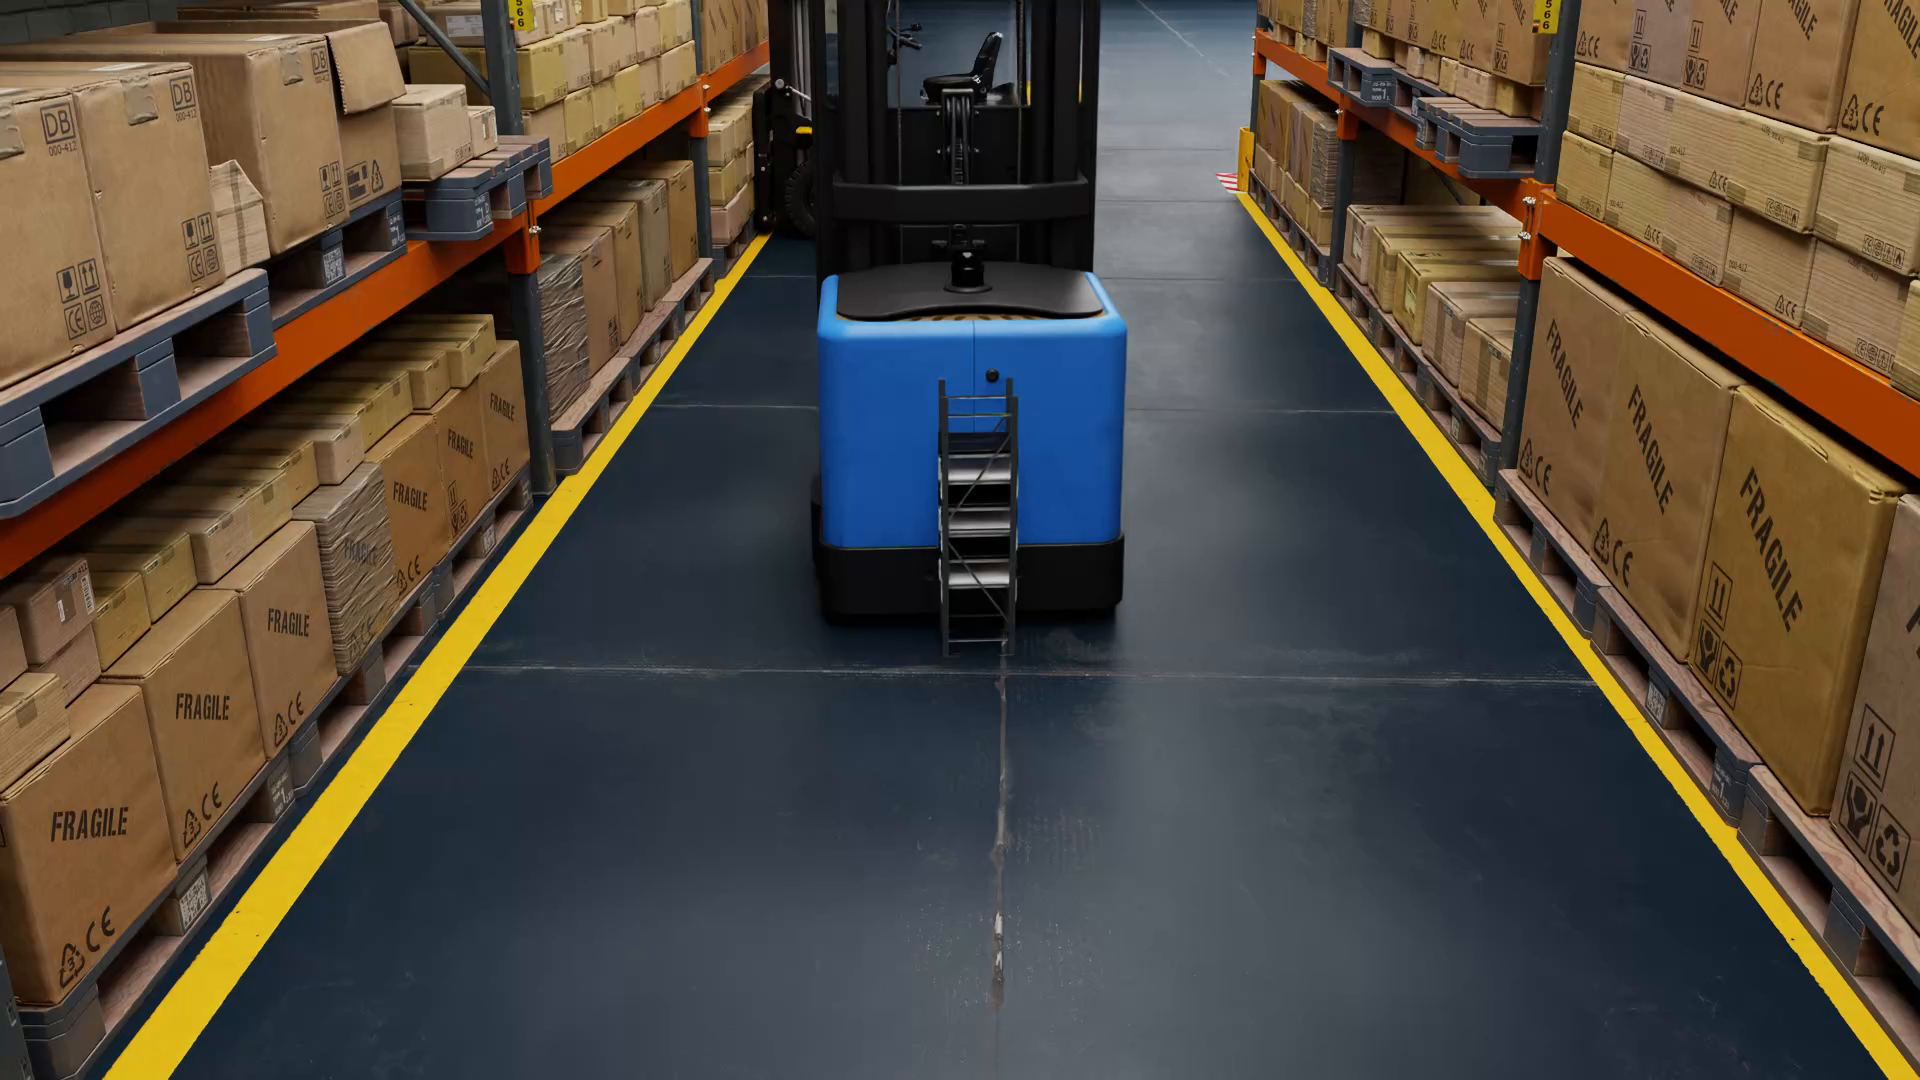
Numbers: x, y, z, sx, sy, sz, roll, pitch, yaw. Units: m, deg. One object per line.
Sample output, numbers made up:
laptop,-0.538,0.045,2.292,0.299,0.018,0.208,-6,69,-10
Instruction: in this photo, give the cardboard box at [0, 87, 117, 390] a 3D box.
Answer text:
cardboard box,-2.104,-0.572,3.137,0.700,0.500,0.500,1,21,3

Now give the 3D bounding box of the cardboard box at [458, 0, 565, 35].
cardboard box,-1.928,-2.254,7.156,0.380,0.149,0.250,1,21,3

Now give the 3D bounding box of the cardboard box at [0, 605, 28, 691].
cardboard box,-2.126,0.244,3.320,0.380,0.149,0.250,0,21,1

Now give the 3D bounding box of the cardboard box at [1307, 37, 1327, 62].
cardboard box,2.595,-3.366,11.404,0.380,0.149,0.250,0,21,1

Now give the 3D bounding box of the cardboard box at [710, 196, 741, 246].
cardboard box,-1.753,-2.134,11.104,0.500,0.250,0.500,1,21,2

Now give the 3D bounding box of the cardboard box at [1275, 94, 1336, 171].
cardboard box,2.648,-3.038,12.396,0.500,0.500,0.500,1,21,3

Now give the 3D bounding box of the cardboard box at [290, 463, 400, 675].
cardboard box,-2.055,0.080,5.051,0.500,0.500,0.500,0,21,0

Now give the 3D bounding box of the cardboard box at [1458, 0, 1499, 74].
cardboard box,2.481,-2.285,7.142,0.500,0.500,0.500,0,21,1

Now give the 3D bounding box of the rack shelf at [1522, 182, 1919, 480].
rack shelf,2.680,-0.491,4.643,1.077,0.370,4.000,1,21,2

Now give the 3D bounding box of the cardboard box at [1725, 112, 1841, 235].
cardboard box,2.406,-0.982,4.430,0.500,0.250,0.500,1,21,3

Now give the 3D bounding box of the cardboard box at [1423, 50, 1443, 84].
cardboard box,2.484,-2.311,8.104,0.380,0.149,0.250,0,21,0

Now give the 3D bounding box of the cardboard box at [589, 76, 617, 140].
cardboard box,-1.934,-2.059,7.896,0.500,0.250,0.500,0,21,0

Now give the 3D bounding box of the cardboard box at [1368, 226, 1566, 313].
cardboard box,2.830,-1.517,9.344,0.950,0.372,0.625,2,21,5

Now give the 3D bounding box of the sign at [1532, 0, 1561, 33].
sign,2.198,-2.055,6.188,0.100,0.325,0.005,1,21,2

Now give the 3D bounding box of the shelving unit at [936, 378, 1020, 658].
shelving unit,0.057,-0.067,5.458,0.258,0.900,0.210,-1,21,-3

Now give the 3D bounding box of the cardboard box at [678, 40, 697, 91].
cardboard box,-1.853,-2.794,9.791,0.500,0.250,0.500,1,21,3

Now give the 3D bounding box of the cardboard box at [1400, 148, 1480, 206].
cardboard box,3.150,-2.470,10.932,0.500,0.500,0.500,2,21,4

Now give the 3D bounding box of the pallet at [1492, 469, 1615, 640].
pallet,2.641,0.034,6.148,1.003,0.211,1.213,1,21,2

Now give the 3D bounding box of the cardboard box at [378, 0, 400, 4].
cardboard box,-2.517,-2.168,6.934,0.380,0.149,0.250,1,21,3

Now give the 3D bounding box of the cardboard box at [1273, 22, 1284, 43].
cardboard box,2.631,-3.927,12.850,0.380,0.149,0.250,1,21,2

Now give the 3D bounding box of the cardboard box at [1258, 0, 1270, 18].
cardboard box,2.692,-4.459,13.326,0.500,0.500,0.500,0,21,1

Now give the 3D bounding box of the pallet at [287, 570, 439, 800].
pallet,-2.321,0.407,5.190,1.003,0.211,1.213,1,21,2

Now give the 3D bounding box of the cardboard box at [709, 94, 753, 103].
cardboard box,-1.718,-3.155,12.353,0.500,0.250,0.500,0,21,1

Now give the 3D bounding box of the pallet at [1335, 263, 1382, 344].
pallet,2.840,-1.415,9.883,1.003,0.211,1.213,1,21,2

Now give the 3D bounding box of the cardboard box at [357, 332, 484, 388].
cardboard box,-1.960,-0.656,6.050,0.380,0.149,0.250,0,21,-1

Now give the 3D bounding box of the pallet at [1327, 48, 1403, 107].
pallet,2.694,-2.632,9.430,1.003,0.211,1.213,1,21,2

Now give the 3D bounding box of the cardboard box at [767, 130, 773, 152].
cardboard box,-1.700,-3.095,12.888,0.500,0.250,0.500,0,21,0

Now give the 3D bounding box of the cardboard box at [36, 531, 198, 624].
cardboard box,-2.143,0.090,4.127,0.380,0.149,0.250,0,21,1

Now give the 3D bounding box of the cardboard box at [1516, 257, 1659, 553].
cardboard box,2.637,-0.506,6.044,0.875,0.875,0.875,0,21,1

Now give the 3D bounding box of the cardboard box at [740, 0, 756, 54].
cardboard box,-1.775,-3.807,12.055,0.500,0.500,0.500,1,21,2

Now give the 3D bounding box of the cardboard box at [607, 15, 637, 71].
cardboard box,-1.922,-2.479,8.287,0.500,0.250,0.500,1,21,2

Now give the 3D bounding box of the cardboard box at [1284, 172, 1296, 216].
cardboard box,2.638,-2.503,12.054,0.500,0.250,0.500,1,21,2

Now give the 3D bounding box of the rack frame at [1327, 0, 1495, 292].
rack frame,2.862,-2.996,10.104,1.000,3.000,0.127,1,21,2

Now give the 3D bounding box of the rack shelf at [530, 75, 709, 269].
rack shelf,-2.160,-1.991,8.508,1.077,0.370,4.000,1,21,2

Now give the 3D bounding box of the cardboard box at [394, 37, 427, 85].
cardboard box,-2.485,-1.932,6.877,0.500,0.250,0.500,1,21,3

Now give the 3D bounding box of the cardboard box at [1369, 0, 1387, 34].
cardboard box,2.547,-3.030,9.060,0.500,0.500,0.500,1,21,2

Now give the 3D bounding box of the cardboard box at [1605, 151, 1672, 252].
cardboard box,2.476,-1.120,5.476,0.500,0.250,0.500,0,21,0

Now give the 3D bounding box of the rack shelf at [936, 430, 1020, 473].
rack shelf,0.057,-0.288,5.372,0.258,0.077,0.200,-1,21,-3

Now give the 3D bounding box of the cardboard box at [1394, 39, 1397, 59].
cardboard box,2.581,-2.685,9.069,0.380,0.149,0.250,2,21,5

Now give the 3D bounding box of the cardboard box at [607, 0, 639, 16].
cardboard box,-1.827,-2.713,8.340,0.380,0.149,0.250,0,21,0

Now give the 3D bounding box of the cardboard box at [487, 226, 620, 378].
cardboard box,-2.176,-1.153,8.057,0.875,0.625,0.625,1,21,3

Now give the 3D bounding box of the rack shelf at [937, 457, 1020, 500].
rack shelf,0.057,-0.204,5.405,0.258,0.077,0.200,-1,21,-3

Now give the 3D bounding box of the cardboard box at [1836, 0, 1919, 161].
cardboard box,2.425,-1.151,3.828,0.500,0.500,0.500,1,21,3

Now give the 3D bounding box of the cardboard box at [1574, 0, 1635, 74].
cardboard box,2.481,-1.887,5.725,0.500,0.500,0.500,0,21,0

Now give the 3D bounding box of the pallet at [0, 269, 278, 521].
pallet,-2.209,-0.355,3.563,1.003,0.211,1.213,1,21,2

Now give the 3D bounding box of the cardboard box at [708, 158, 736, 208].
cardboard box,-1.776,-2.368,11.014,0.500,0.250,0.500,1,21,1

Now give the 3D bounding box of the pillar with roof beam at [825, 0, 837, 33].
pillar with roof beam,1.951,-13.511,28.911,9.100,9.000,0.400,1,21,2

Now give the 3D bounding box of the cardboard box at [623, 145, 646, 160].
cardboard box,-2.277,-2.609,10.946,0.500,0.250,0.500,1,21,3

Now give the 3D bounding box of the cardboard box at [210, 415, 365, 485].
cardboard box,-2.051,-0.275,5.070,0.380,0.149,0.250,0,21,-1

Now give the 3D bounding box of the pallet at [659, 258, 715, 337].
pallet,-2.083,-1.483,10.058,1.003,0.211,1.213,1,21,2

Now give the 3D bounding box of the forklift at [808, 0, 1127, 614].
forklift,-0.036,-1.600,6.601,1.130,2.935,3.031,-1,21,-3

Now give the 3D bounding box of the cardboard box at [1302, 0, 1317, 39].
cardboard box,2.647,-3.719,11.417,0.500,0.500,0.500,1,21,3

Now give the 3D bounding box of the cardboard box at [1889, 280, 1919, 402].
cardboard box,2.397,-0.383,3.576,0.500,0.250,0.500,0,21,1

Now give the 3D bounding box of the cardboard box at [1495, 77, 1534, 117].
cardboard box,2.451,-1.847,6.910,0.380,0.149,0.250,1,21,2

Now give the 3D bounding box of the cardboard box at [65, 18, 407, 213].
cardboard box,-2.086,-1.255,4.893,0.797,0.503,0.637,0,21,0

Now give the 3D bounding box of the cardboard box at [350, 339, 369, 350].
cardboard box,-2.514,-0.484,6.505,0.500,0.500,0.500,1,21,4
